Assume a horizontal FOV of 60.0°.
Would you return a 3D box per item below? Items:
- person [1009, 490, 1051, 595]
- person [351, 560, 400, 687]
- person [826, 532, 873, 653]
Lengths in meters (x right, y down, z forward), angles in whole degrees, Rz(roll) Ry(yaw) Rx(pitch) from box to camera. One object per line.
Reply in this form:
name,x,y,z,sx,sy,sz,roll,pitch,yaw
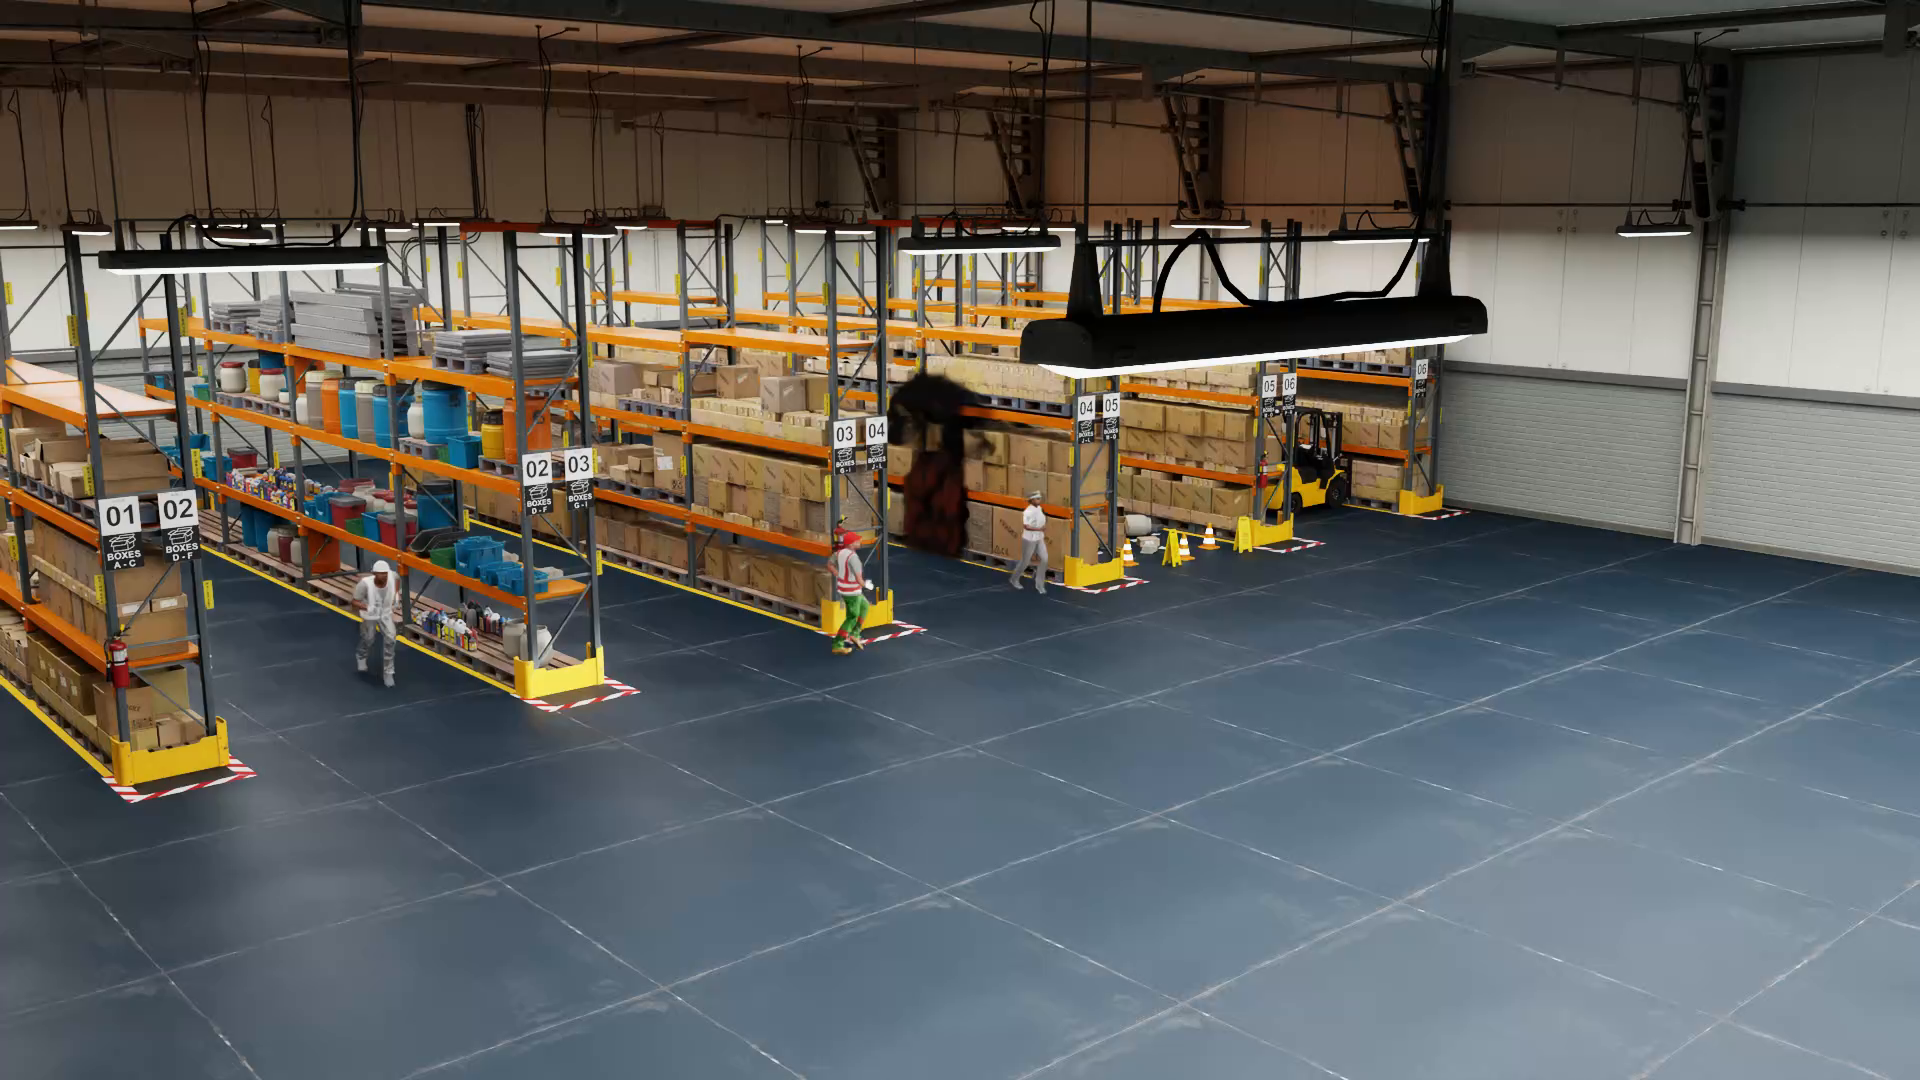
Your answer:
person,1.175,0.039,27.485,0.745,1.779,0.571,9,14,37
person,-7.879,1.077,22.389,0.729,1.754,1.038,-11,16,-43
person,-1.537,0.751,23.691,0.664,1.784,0.671,-6,13,-27
